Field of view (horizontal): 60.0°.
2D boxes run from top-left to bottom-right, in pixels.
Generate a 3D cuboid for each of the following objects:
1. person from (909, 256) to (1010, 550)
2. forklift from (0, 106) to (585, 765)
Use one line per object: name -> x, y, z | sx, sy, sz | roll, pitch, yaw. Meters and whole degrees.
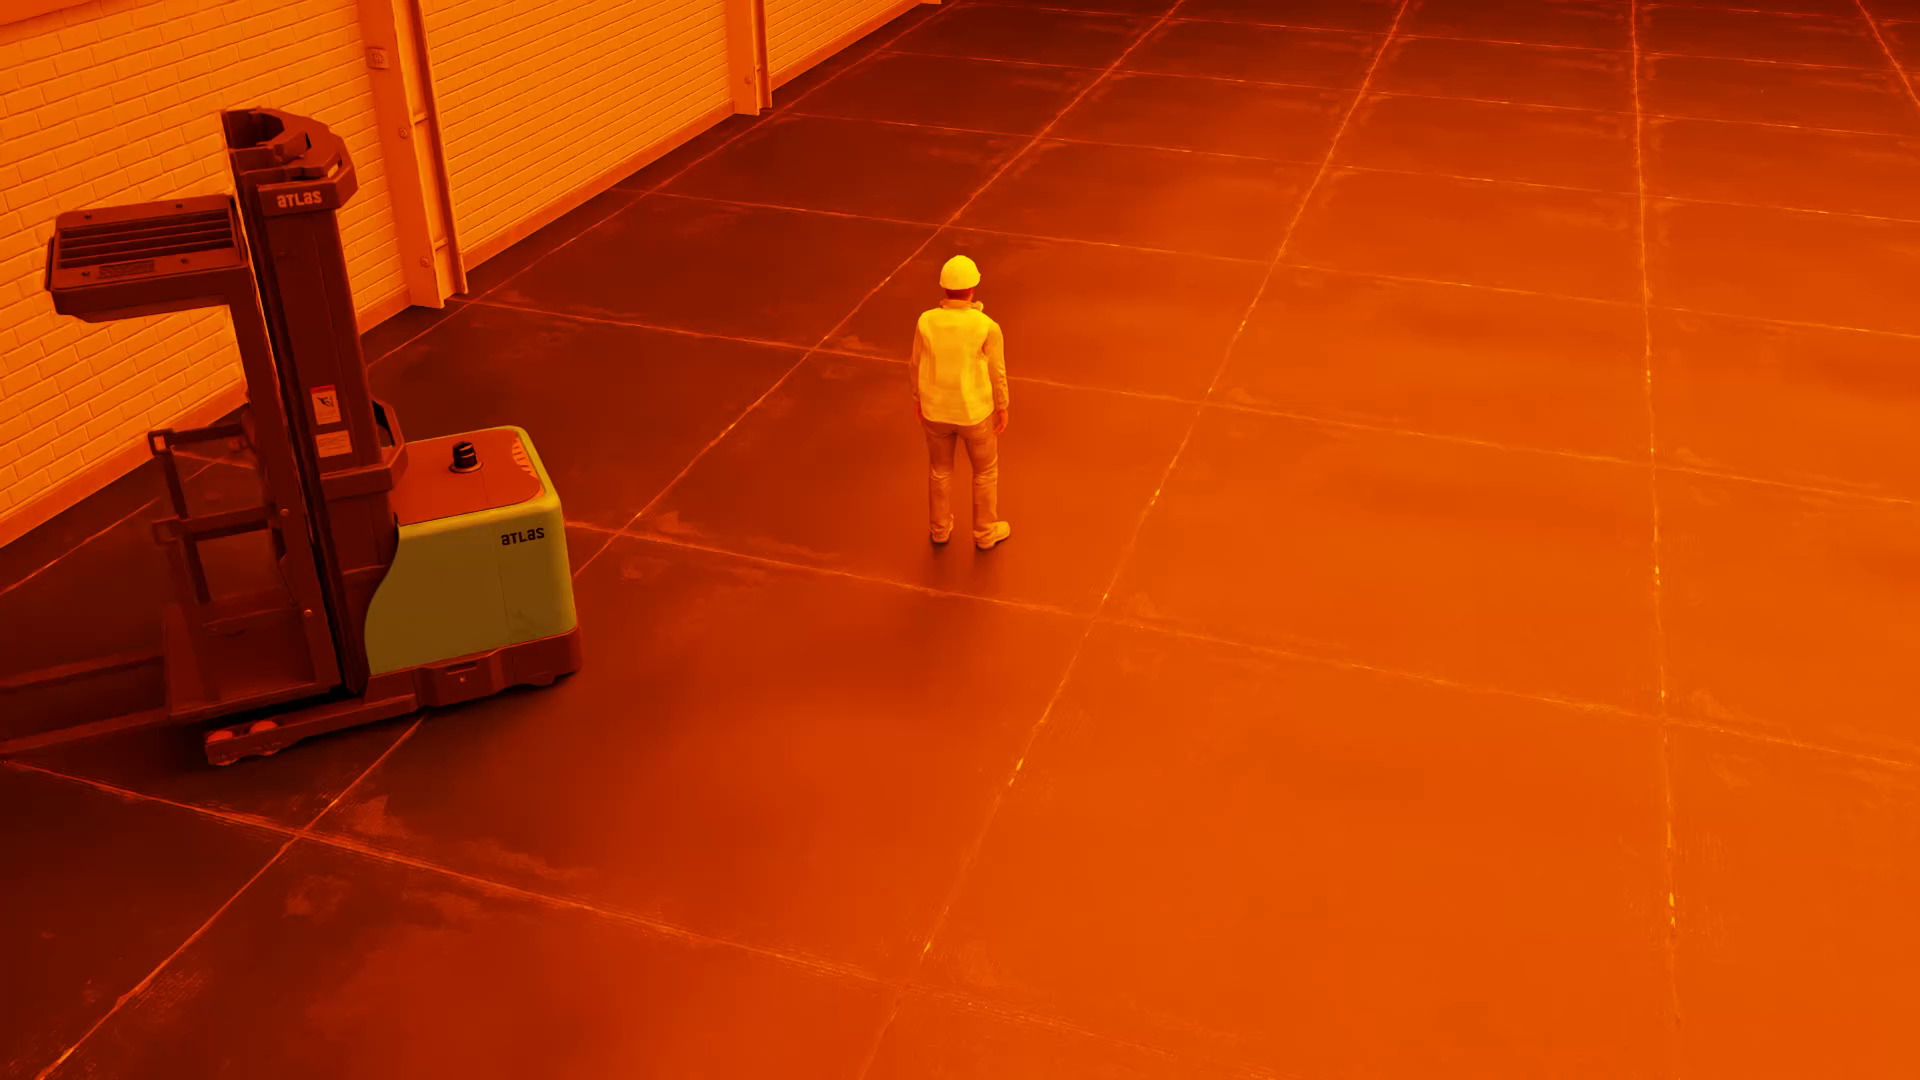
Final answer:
person -> -0.001, -0.782, 9.680 | 0.580, 1.770, 0.463 | 9, 31, 15
forklift -> -3.554, -0.467, 7.956 | 3.031, 2.935, 1.130 | -12, 32, -21
